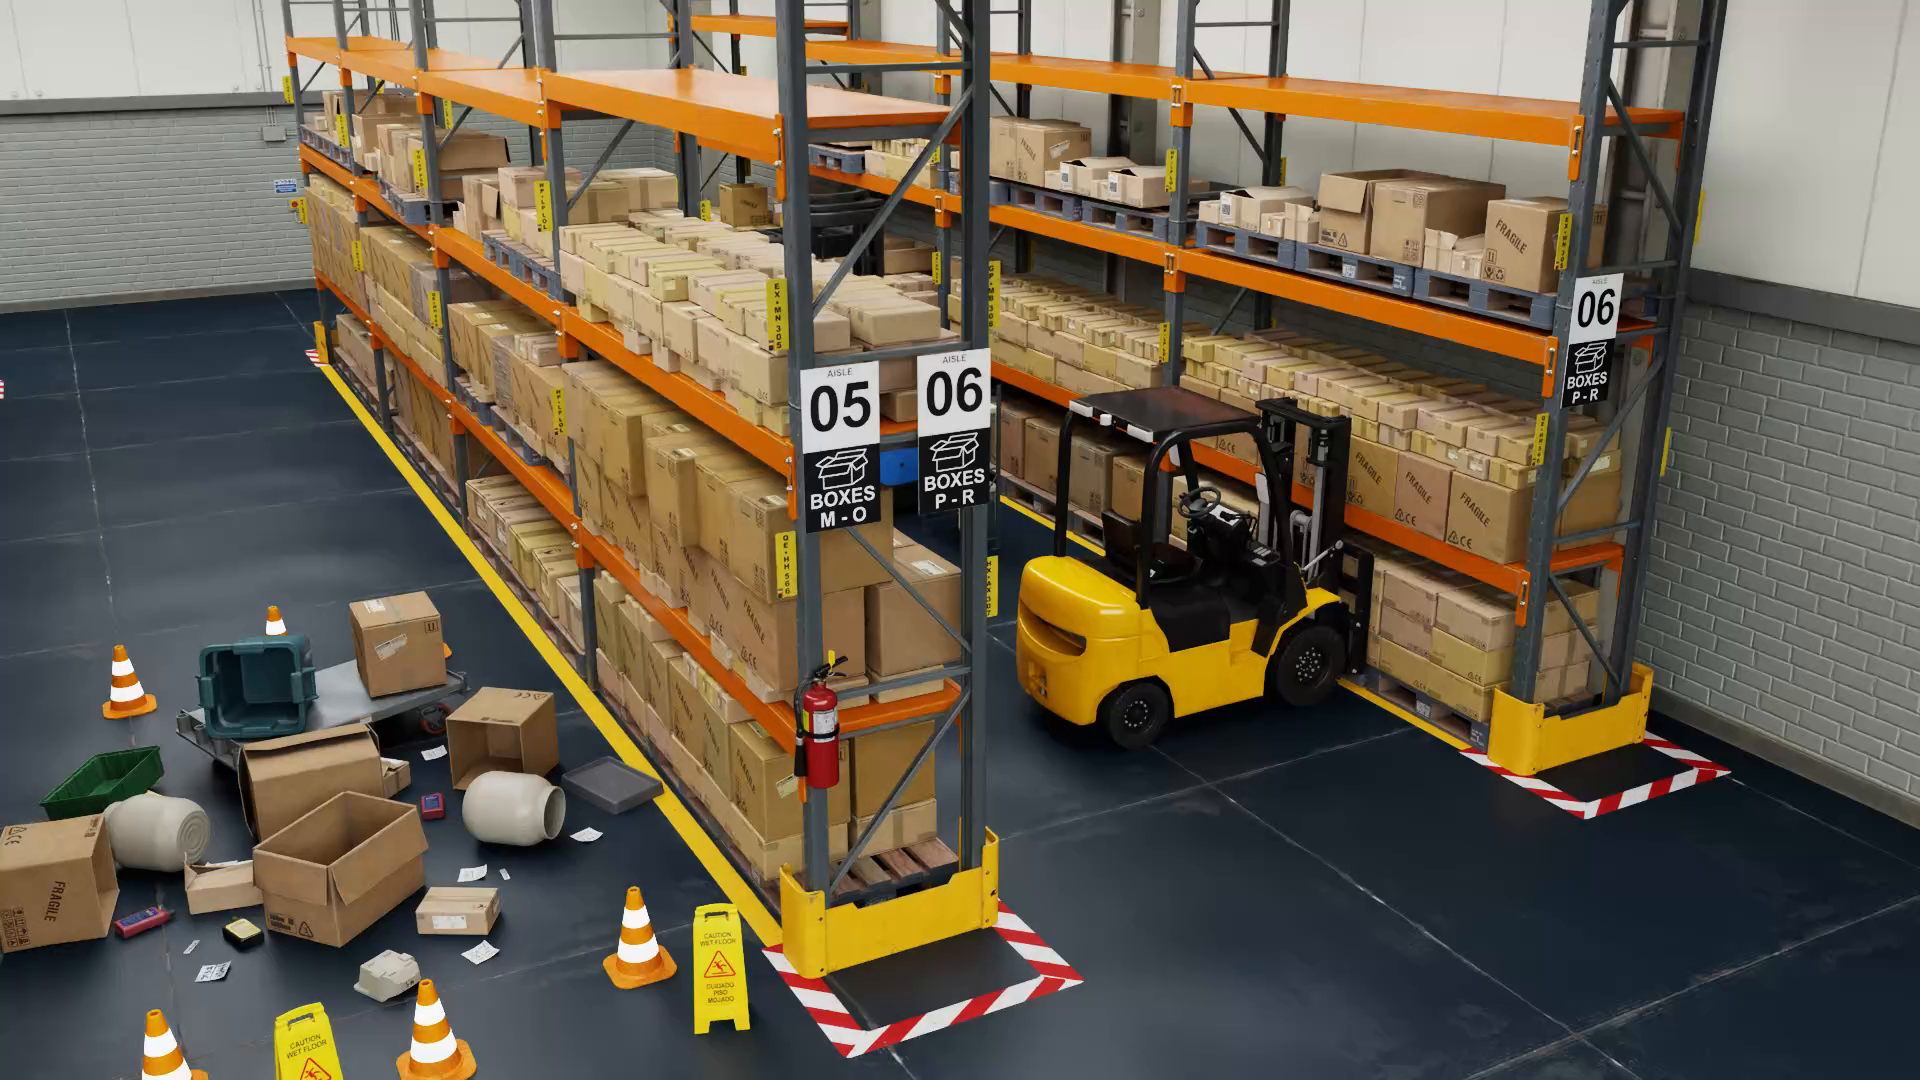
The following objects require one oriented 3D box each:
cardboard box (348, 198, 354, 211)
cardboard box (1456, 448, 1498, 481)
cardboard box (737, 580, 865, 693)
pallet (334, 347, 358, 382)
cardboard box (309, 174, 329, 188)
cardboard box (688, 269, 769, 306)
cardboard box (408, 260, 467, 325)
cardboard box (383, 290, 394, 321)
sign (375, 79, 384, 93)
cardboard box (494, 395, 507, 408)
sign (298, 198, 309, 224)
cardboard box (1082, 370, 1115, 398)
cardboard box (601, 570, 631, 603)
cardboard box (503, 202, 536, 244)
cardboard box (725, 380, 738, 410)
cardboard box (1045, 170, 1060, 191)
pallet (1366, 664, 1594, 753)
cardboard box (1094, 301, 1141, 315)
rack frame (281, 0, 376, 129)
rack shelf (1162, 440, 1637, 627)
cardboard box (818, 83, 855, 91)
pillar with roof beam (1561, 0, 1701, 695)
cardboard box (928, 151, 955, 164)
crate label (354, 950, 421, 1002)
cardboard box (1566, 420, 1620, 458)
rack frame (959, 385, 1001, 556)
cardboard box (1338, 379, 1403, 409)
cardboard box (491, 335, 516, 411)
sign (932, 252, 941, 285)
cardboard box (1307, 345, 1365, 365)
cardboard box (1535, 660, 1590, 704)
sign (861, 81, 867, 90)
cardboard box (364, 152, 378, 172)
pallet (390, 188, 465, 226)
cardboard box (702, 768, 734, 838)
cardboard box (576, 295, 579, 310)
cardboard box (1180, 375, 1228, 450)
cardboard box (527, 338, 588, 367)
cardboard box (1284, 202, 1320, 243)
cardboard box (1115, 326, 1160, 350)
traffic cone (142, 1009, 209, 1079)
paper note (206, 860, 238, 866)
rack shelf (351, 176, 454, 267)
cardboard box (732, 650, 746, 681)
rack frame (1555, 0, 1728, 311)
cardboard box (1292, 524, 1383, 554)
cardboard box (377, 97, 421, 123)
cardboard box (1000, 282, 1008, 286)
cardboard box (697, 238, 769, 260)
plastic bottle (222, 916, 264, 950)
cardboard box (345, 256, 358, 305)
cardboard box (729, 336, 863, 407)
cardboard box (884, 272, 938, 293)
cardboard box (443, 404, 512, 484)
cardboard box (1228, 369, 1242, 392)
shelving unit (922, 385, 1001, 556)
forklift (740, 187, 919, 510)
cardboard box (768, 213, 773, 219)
[{"bbox_3d":[-6.729,-3.811,18.898,0.380,0.149,0.250,-10,21,-27],"label":"cardboard box"},{"bbox_3d":[3.479,-0.514,10.875,0.380,0.149,0.250,-10,21,-26],"label":"cardboard box"},{"bbox_3d":[-0.829,0.433,8.667,0.500,0.500,0.500,-10,22,-28],"label":"cardboard box"},{"bbox_3d":[-7.478,-2.323,21.540,1.003,0.211,1.213,-10,21,-27],"label":"pallet"},{"bbox_3d":[-8.002,-4.540,21.010,0.380,0.149,0.250,-9,21,-26],"label":"cardboard box"},{"bbox_3d":[-1.262,-1.375,9.081,0.380,0.149,0.250,-11,22,-28],"label":"cardboard box"},{"bbox_3d":[-4.855,-2.336,15.616,0.500,0.500,0.500,-10,21,-26],"label":"cardboard box"},{"bbox_3d":[-5.578,-2.411,16.985,0.500,0.250,0.500,-10,21,-26],"label":"cardboard box"},{"bbox_3d":[-7.443,-5.738,21.326,0.100,0.325,0.005,-10,21,-27],"label":"sign"},{"bbox_3d":[-3.648,-1.208,13.776,0.380,0.149,0.250,-9,21,-23],"label":"cardboard box"},{"bbox_3d":[-8.418,-4.221,21.317,0.100,0.325,0.005,-10,21,-27],"label":"sign"},{"bbox_3d":[1.425,-1.360,14.705,0.500,0.250,0.500,-10,21,-27],"label":"cardboard box"},{"bbox_3d":[-2.180,0.283,11.141,0.380,0.149,0.250,-10,21,-26],"label":"cardboard box"},{"bbox_3d":[-3.111,-2.397,12.467,0.500,0.250,0.500,-10,21,-26],"label":"cardboard box"},{"bbox_3d":[-0.988,-0.772,8.556,0.380,0.149,0.250,-9,21,-25],"label":"cardboard box"},{"bbox_3d":[0.982,-3.219,14.850,0.380,0.149,0.250,-10,22,-27],"label":"cardboard box"},{"bbox_3d":[3.637,1.070,11.708,1.003,0.211,1.213,-10,21,-27],"label":"pallet"},{"bbox_3d":[1.477,-2.117,15.519,0.380,0.149,0.250,-10,21,-26],"label":"cardboard box"},{"bbox_3d":[-7.927,-6.695,20.737,1.000,3.000,0.127,-10,21,-27],"label":"rack frame"},{"bbox_3d":[3.088,-0.270,12.417,1.077,0.370,4.000,-10,21,-27],"label":"rack shelf"},{"bbox_3d":[-1.455,-5.284,19.746,0.396,0.266,0.258,-10,22,-27],"label":"cardboard box"},{"bbox_3d":[0.711,-2.544,8.708,9.100,9.000,0.400,-10,21,-27],"label":"pillar with roof beam"},{"bbox_3d":[-0.142,-3.932,16.948,0.380,0.149,0.250,-9,21,-26],"label":"cardboard box"},{"bbox_3d":[-2.912,2.218,8.495,0.298,0.136,0.250,11,22,30],"label":"crate label"},{"bbox_3d":[4.066,-0.659,10.840,0.380,0.149,0.250,-10,22,-28],"label":"cardboard box"},{"bbox_3d":[0.177,-0.602,14.577,0.400,1.500,0.023,-10,21,-27],"label":"rack frame"},{"bbox_3d":[2.948,-1.040,11.942,0.380,0.149,0.250,-10,21,-26],"label":"cardboard box"},{"bbox_3d":[-3.376,-1.339,13.159,0.500,0.500,0.500,-11,22,-29],"label":"cardboard box"},{"bbox_3d":[-0.235,-2.755,16.864,0.100,0.325,0.005,-10,21,-27],"label":"sign"},{"bbox_3d":[2.949,-1.419,13.041,0.380,0.149,0.250,-10,22,-28],"label":"cardboard box"},{"bbox_3d":[3.976,0.895,11.512,0.500,0.250,0.500,-10,21,-26],"label":"cardboard box"},{"bbox_3d":[-1.174,-5.416,20.233,0.100,0.325,0.005,-10,21,-27],"label":"sign"},{"bbox_3d":[-5.735,-3.799,16.658,0.380,0.166,0.250,-12,22,-30],"label":"cardboard box"},{"bbox_3d":[-4.481,-3.067,15.113,1.213,0.211,1.003,-9,21,-24],"label":"pallet"},{"bbox_3d":[-1.189,1.495,9.771,0.500,0.250,0.500,-10,21,-26],"label":"cardboard box"},{"bbox_3d":[-2.297,-1.584,10.910,0.380,0.149,0.250,-10,22,-27],"label":"cardboard box"},{"bbox_3d":[2.119,-1.063,13.461,0.500,0.500,0.500,-11,22,-28],"label":"cardboard box"},{"bbox_3d":[-2.985,-1.400,12.343,0.380,0.149,0.250,-11,22,-28],"label":"cardboard box"},{"bbox_3d":[2.575,-2.311,12.040,0.396,0.266,0.258,-11,22,-28],"label":"cardboard box"},{"bbox_3d":[1.572,-1.751,14.459,0.380,0.149,0.250,-10,21,-27],"label":"cardboard box"},{"bbox_3d":[-3.640,2.357,7.591,0.336,0.463,0.334,-10,21,-27],"label":"traffic cone"},{"bbox_3d":[-4.282,1.896,9.603,0.172,0.023,0.155,-3,19,-8],"label":"paper note"},{"bbox_3d":[-5.078,-3.214,16.352,1.077,0.370,4.000,-10,21,-27],"label":"rack shelf"},{"bbox_3d":[-1.016,0.647,9.044,0.380,0.149,0.250,-10,22,-28],"label":"cardboard box"},{"bbox_3d":[4.037,-2.871,9.657,1.000,3.000,0.127,-10,21,-27],"label":"rack frame"},{"bbox_3d":[2.814,0.074,12.358,0.500,0.250,0.500,-10,22,-28],"label":"cardboard box"},{"bbox_3d":[-6.122,-4.623,18.381,0.500,0.500,0.500,-10,21,-26],"label":"cardboard box"},{"bbox_3d":[0.258,-2.472,16.550,0.380,0.149,0.250,-9,21,-25],"label":"cardboard box"},{"bbox_3d":[-1.378,-1.736,10.128,0.380,0.149,0.250,-10,22,-28],"label":"cardboard box"},{"bbox_3d":[-3.870,2.104,8.939,0.283,0.061,0.133,16,25,39],"label":"plastic bottle"},{"bbox_3d":[-6.722,-2.998,19.068,0.500,0.500,0.500,-11,22,-28],"label":"cardboard box"},{"bbox_3d":[-0.809,-0.858,8.196,0.500,0.250,0.500,-10,22,-27],"label":"cardboard box"},{"bbox_3d":[-0.547,-2.712,17.979,0.500,0.250,0.500,-11,22,-29],"label":"cardboard box"},{"bbox_3d":[-4.383,-0.967,15.950,0.875,0.875,0.875,-10,22,-27],"label":"cardboard box"},{"bbox_3d":[2.330,-1.261,13.039,0.380,0.149,0.250,-10,21,-27],"label":"cardboard box"},{"bbox_3d":[0.003,-0.707,14.881,0.431,1.500,0.755,-10,21,-27],"label":"shelving unit"},{"bbox_3d":[-1.468,-2.010,16.463,1.130,2.935,3.031,-13,23,-33],"label":"forklift"},{"bbox_3d":[-2.634,-4.316,22.815,0.500,0.250,0.500,-9,21,-25],"label":"cardboard box"}]
